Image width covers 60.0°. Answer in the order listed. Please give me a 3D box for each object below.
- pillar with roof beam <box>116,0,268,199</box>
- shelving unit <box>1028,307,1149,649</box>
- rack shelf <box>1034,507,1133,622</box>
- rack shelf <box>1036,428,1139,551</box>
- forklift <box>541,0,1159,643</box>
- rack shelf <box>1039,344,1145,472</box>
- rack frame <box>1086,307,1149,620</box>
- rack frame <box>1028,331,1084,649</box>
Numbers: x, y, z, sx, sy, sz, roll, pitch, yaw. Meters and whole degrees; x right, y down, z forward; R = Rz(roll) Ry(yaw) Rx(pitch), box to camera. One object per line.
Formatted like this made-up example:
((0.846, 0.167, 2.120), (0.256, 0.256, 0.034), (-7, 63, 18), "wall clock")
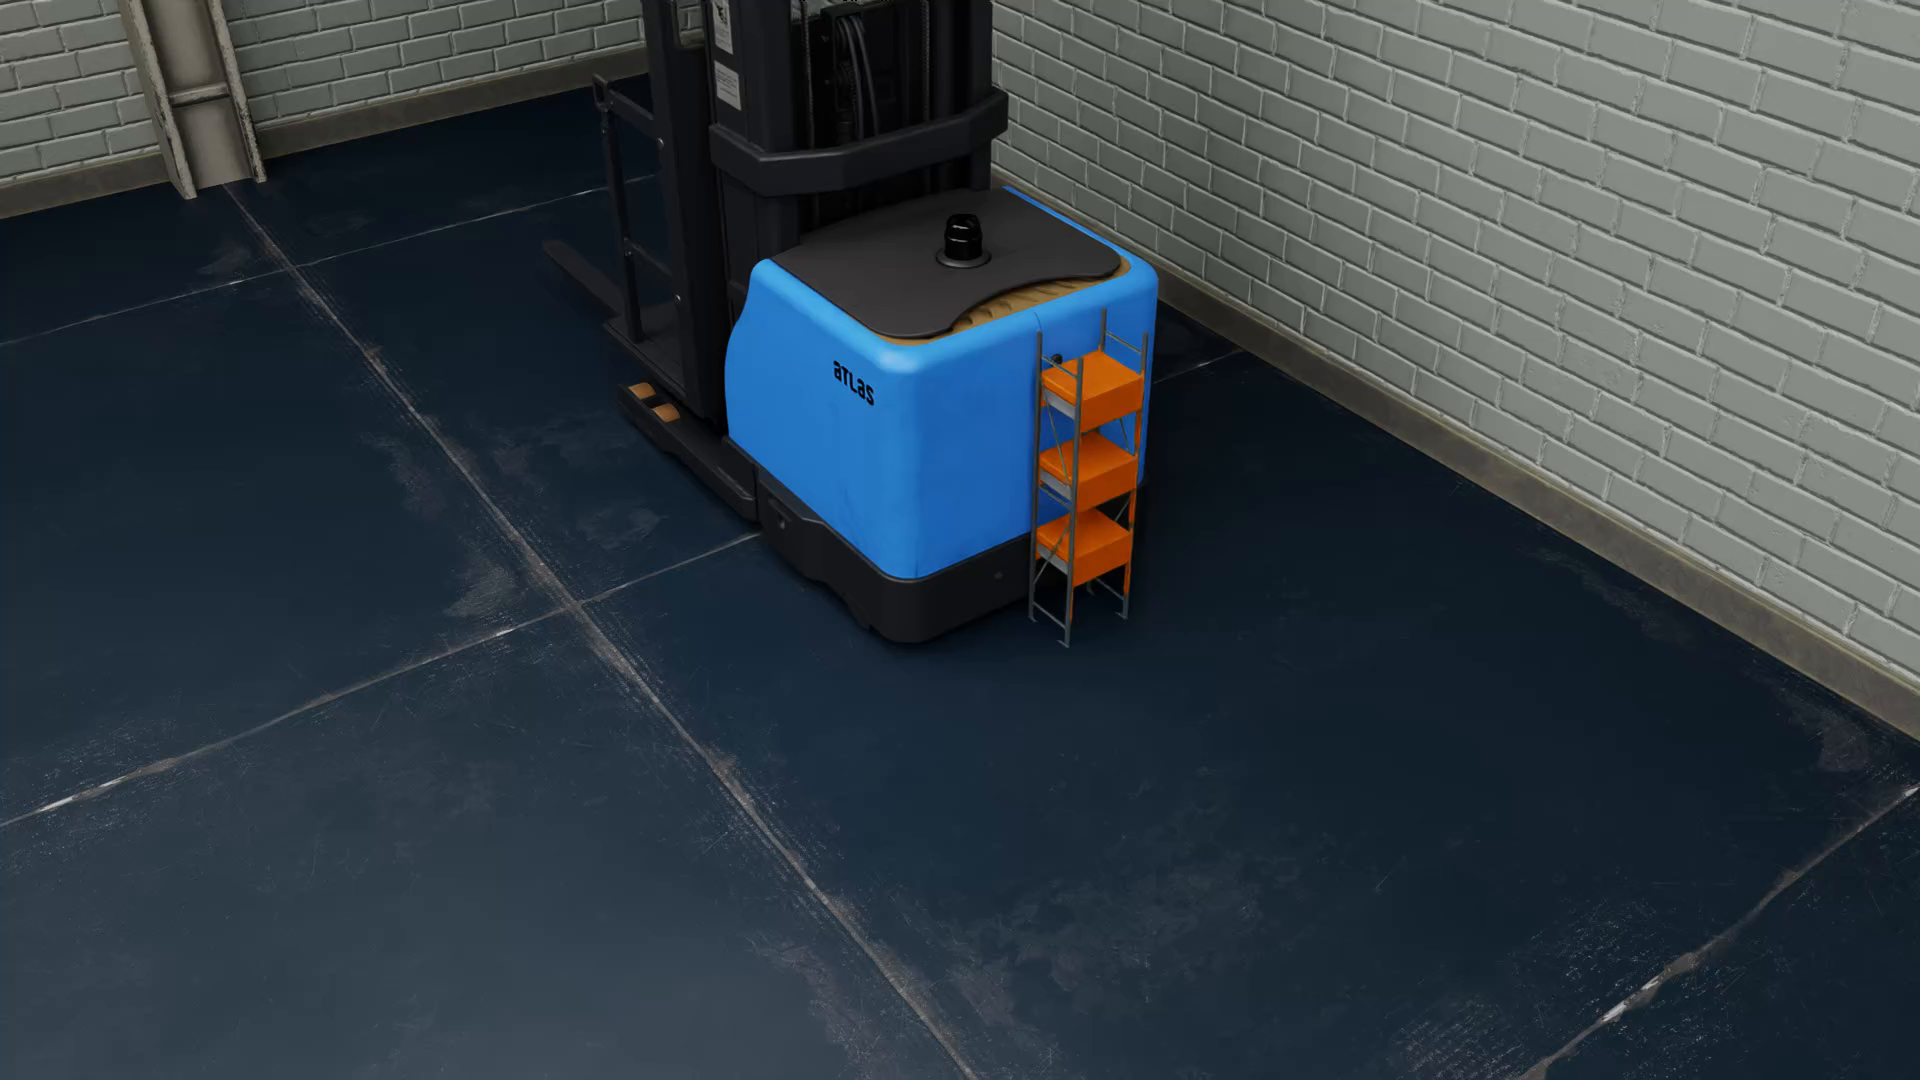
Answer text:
((-1.190, -3.384, 2.748), (0.400, 9.000, 9.100), (-22, 41, -28), "pillar with roof beam")
((0.382, -0.171, 5.089), (0.252, 1.050, 0.215), (-23, 42, -29), "shelving unit")
((0.382, 0.063, 5.258), (0.240, 0.259, 0.215), (-23, 42, -29), "rack shelf")
((0.382, -0.163, 5.095), (0.240, 0.259, 0.215), (-23, 42, -29), "rack shelf")
((-0.643, -1.680, 5.576), (1.130, 2.935, 3.031), (-23, 42, -28), "forklift")
((0.382, -0.393, 4.930), (0.240, 0.259, 0.215), (-23, 42, -29), "rack shelf")
((0.480, -0.214, 5.148), (0.008, 1.050, 0.200), (-23, 42, -29), "rack frame")
((0.284, -0.129, 5.030), (0.008, 1.050, 0.200), (-23, 42, -29), "rack frame")
